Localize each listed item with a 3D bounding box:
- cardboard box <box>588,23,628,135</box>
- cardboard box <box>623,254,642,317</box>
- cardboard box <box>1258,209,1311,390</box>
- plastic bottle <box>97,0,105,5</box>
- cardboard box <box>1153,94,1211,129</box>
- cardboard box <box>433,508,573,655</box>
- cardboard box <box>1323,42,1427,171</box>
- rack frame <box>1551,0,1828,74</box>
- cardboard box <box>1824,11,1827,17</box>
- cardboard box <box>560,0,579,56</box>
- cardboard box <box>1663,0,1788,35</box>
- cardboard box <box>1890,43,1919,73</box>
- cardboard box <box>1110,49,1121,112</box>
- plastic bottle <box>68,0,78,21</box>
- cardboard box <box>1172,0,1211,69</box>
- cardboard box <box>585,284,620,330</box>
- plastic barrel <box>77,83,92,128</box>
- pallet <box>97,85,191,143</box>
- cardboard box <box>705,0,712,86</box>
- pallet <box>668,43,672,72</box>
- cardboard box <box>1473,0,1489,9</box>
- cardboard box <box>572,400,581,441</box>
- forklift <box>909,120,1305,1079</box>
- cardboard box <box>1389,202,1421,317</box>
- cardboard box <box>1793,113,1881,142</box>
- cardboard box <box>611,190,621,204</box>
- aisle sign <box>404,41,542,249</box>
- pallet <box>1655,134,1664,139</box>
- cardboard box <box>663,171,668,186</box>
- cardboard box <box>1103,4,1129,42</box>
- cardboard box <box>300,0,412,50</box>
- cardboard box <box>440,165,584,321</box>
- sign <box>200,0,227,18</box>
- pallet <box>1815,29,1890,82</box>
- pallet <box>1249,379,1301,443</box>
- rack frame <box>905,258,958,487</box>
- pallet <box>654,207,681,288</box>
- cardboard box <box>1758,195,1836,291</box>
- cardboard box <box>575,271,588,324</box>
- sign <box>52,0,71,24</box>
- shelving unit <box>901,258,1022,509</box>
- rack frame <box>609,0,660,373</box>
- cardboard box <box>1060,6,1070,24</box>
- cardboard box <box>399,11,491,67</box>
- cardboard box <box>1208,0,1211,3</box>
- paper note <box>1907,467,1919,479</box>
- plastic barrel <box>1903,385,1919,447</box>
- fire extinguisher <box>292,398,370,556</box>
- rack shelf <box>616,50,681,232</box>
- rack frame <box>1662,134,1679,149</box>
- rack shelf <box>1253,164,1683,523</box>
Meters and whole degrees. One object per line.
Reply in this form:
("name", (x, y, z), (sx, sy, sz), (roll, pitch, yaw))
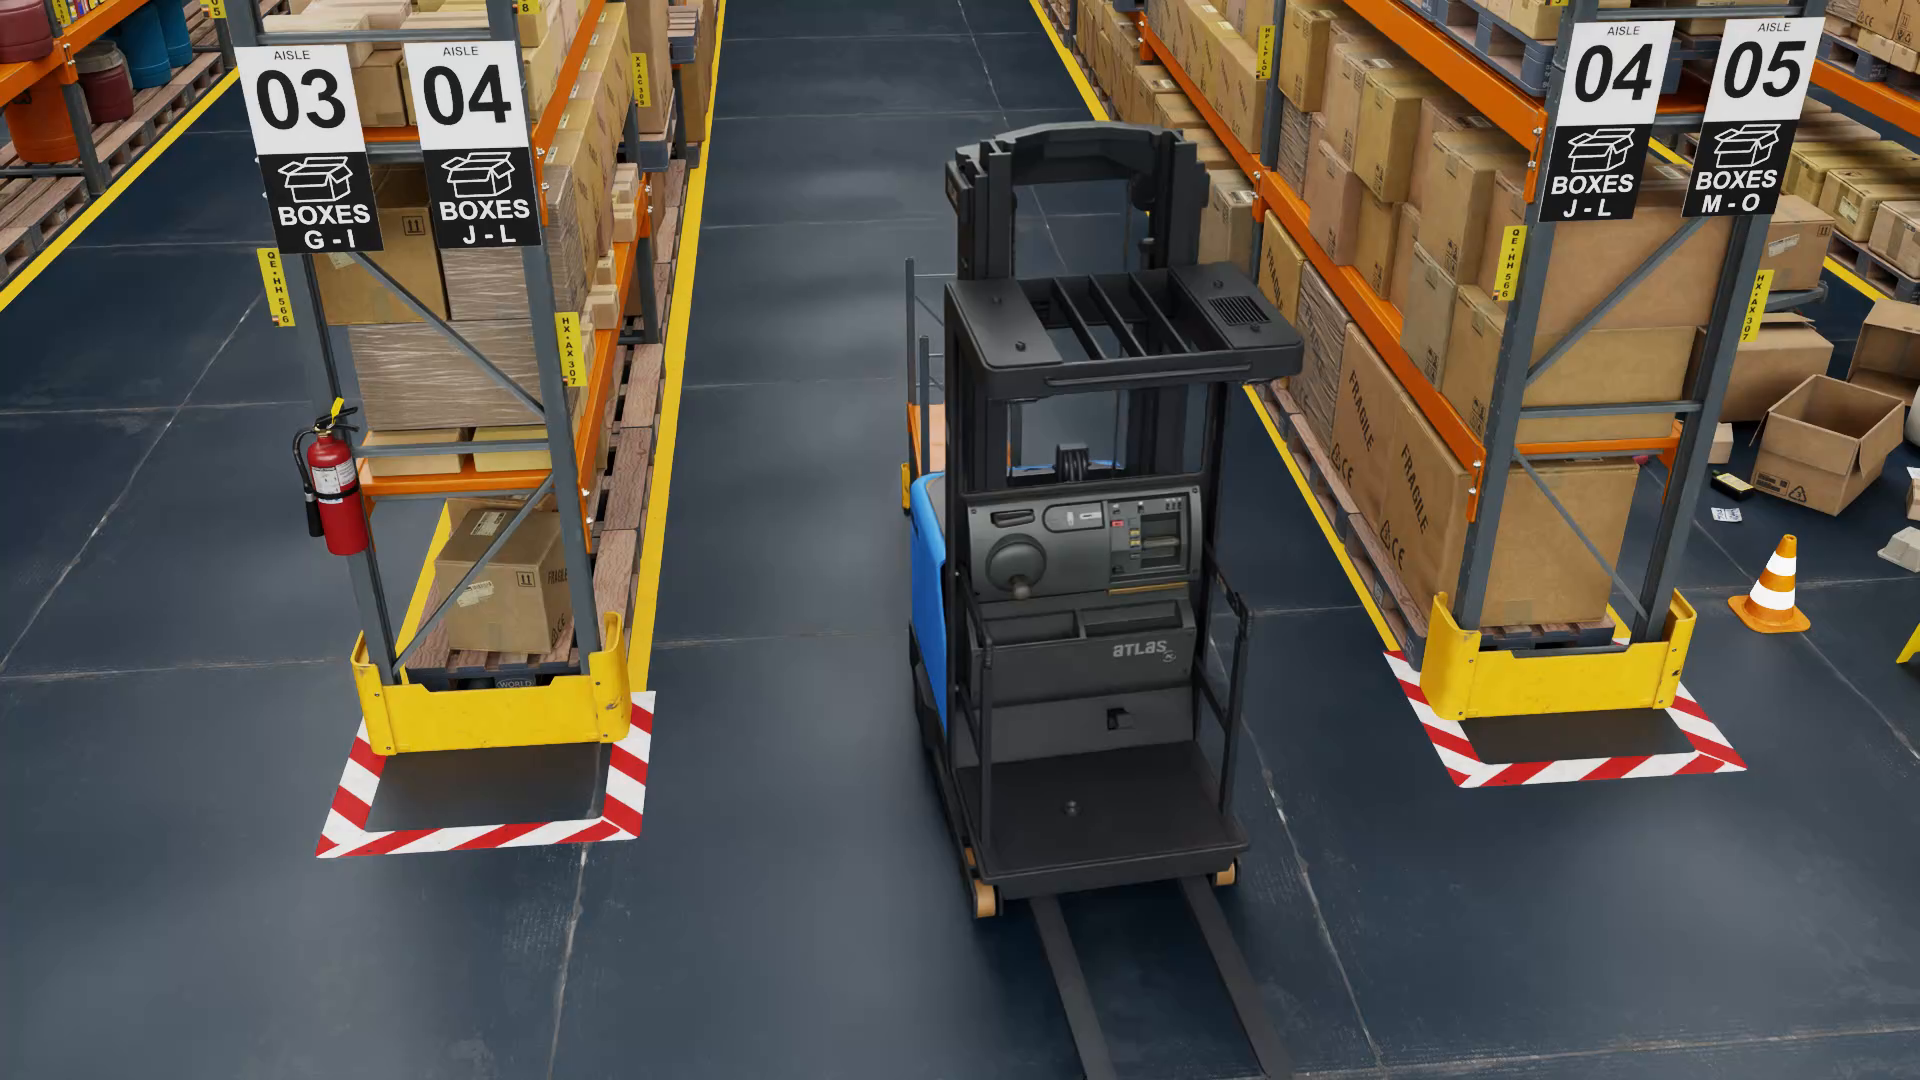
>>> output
("cardboard box", (-2.139, -2.548, 9.227), (0.500, 0.500, 0.500), (-3, 31, -5))
("cardboard box", (-2.539, -1.850, 11.430), (0.700, 0.500, 0.500), (-5, 31, -8))
("cardboard box", (2.434, -1.549, 10.581), (0.875, 0.875, 0.875), (-2, 31, -4))
("plastic bottle", (-7.559, -4.835, 14.534), (0.061, 0.283, 0.133), (-3, 31, -5))
("cardboard box", (2.123, -3.101, 13.301), (1.050, 0.750, 0.750), (-2, 31, -4))
("cardboard box", (-2.171, 0.196, 8.025), (0.500, 0.500, 0.500), (3, 31, 5))
("cardboard box", (2.526, -2.386, 9.120), (0.875, 0.550, 0.550), (-3, 31, -5))
("rack frame", (2.818, -3.139, 5.730), (1.000, 3.000, 0.127), (-3, 31, -5))
("cardboard box", (6.978, -4.143, 13.097), (0.380, 0.149, 0.250), (-2, 31, -3))
("cardboard box", (-2.014, -2.375, 7.522), (0.500, 0.250, 0.500), (-3, 31, -5))
("cardboard box", (3.106, -2.157, 6.749), (0.380, 0.149, 0.250), (-3, 31, -4))
("cardboard box", (6.974, -3.482, 11.989), (0.380, 0.149, 0.250), (-3, 31, -5))
("cardboard box", (1.704, -4.344, 15.625), (0.500, 0.500, 0.500), (-2, 31, -3))
("plastic bottle", (-7.519, -4.486, 14.029), (0.097, 0.201, 0.097), (0, 31, 0))
("cardboard box", (1.941, -3.932, 12.810), (0.500, 0.500, 0.500), (-3, 31, -5))
("cardboard box", (-1.962, -1.197, 8.574), (0.380, 0.149, 0.250), (-3, 31, -5))
("plastic barrel", (-8.013, -3.870, 14.820), (0.421, 0.512, 0.421), (0, 31, 0))
("pallet", (-8.034, -4.049, 15.823), (1.003, 0.211, 1.213), (-3, 31, -5))
("cardboard box", (-3.087, -4.990, 16.342), (1.225, 0.875, 0.875), (-4, 31, -6))
("pallet", (-2.651, -3.371, 12.155), (1.003, 0.211, 1.213), (-3, 31, -5))
("cardboard box", (2.402, -2.380, 7.122), (0.380, 0.149, 0.250), (-2, 31, -4))
("cardboard box", (-1.923, -0.555, 7.499), (0.380, 0.149, 0.250), (-3, 31, -5))
("forklift", (0.532, 0.058, 6.294), (1.130, 2.935, 3.031), (-5, 31, -9))
("cardboard box", (2.738, -1.387, 8.500), (0.875, 0.550, 0.550), (-3, 31, -5))
("cardboard box", (7.110, -3.323, 14.042), (0.950, 0.372, 0.625), (-3, 31, -6))
("cardboard box", (-2.213, -1.957, 9.847), (0.380, 0.149, 0.250), (-3, 31, -5))
("aisle sign", (-1.825, -1.476, 6.261), (0.394, 0.787, 0.004), (-3, 31, -5))
("pallet", (6.991, -4.146, 15.985), (1.003, 0.211, 1.213), (-3, 31, -5))
("cardboard box", (-2.794, -3.236, 13.752), (0.700, 0.500, 0.500), (-4, 31, -7))
("cardboard box", (1.656, -4.931, 15.877), (0.500, 0.250, 0.500), (-2, 31, -3))
("cardboard box", (-2.374, -2.037, 6.568), (0.380, 0.149, 0.250), (-4, 31, -6))
("cardboard box", (-1.909, -1.271, 7.090), (0.500, 0.500, 0.500), (-3, 31, -5))
("sign", (-2.684, -2.029, 5.933), (0.100, 0.325, 0.005), (-3, 31, -5))
("pallet", (7.216, -3.846, 12.950), (1.003, 0.211, 1.213), (-3, 31, -5))
("pallet", (2.438, -1.016, 10.746), (1.003, 0.211, 1.213), (-3, 31, -5))
("rack frame", (-0.040, -0.860, 9.227), (0.500, 1.500, 0.032), (-3, 31, -5))
("pallet", (-2.694, -2.244, 12.801), (1.003, 0.211, 1.213), (-3, 31, -5))
("cardboard box", (5.594, -2.046, 11.449), (0.500, 0.500, 0.500), (-3, 31, -5))
("cardboard box", (-2.323, -1.337, 8.176), (0.875, 0.500, 0.500), (-3, 31, -5))
("sign", (-7.261, -4.324, 13.406), (0.100, 0.325, 0.005), (-3, 31, -5))
("shelving unit", (0.007, -0.605, 8.800), (0.587, 1.500, 1.083), (-3, 31, -5))
("rack frame", (-2.503, -2.420, 10.376), (1.000, 3.000, 0.127), (-3, 31, -5))
("cardboard box", (1.321, -5.830, 18.456), (0.380, 0.149, 0.250), (-2, 31, -4))
("cardboard box", (-1.925, -1.924, 6.378), (0.380, 0.149, 0.250), (-3, 31, -5))
("cardboard box", (2.202, -4.370, 12.569), (0.700, 0.500, 0.500), (-3, 31, -5))
("paper note", (5.737, -0.401, 9.902), (0.148, 0.019, 0.142), (8, 32, 13))
("plastic barrel", (6.037, -0.728, 10.056), (0.512, 0.421, 0.421), (20, 36, 29))
("fire extinguisher", (-2.578, -0.264, 6.842), (0.296, 0.674, 0.183), (-3, 31, -5))
("rack shelf", (-2.690, -3.132, 12.270), (1.077, 0.370, 4.000), (-3, 31, -5))
("rack frame", (6.990, -4.937, 14.590), (1.000, 3.000, 0.127), (-3, 31, -5))
("rack shelf", (2.631, -1.276, 9.162), (1.077, 0.370, 4.000), (-3, 31, -5))
